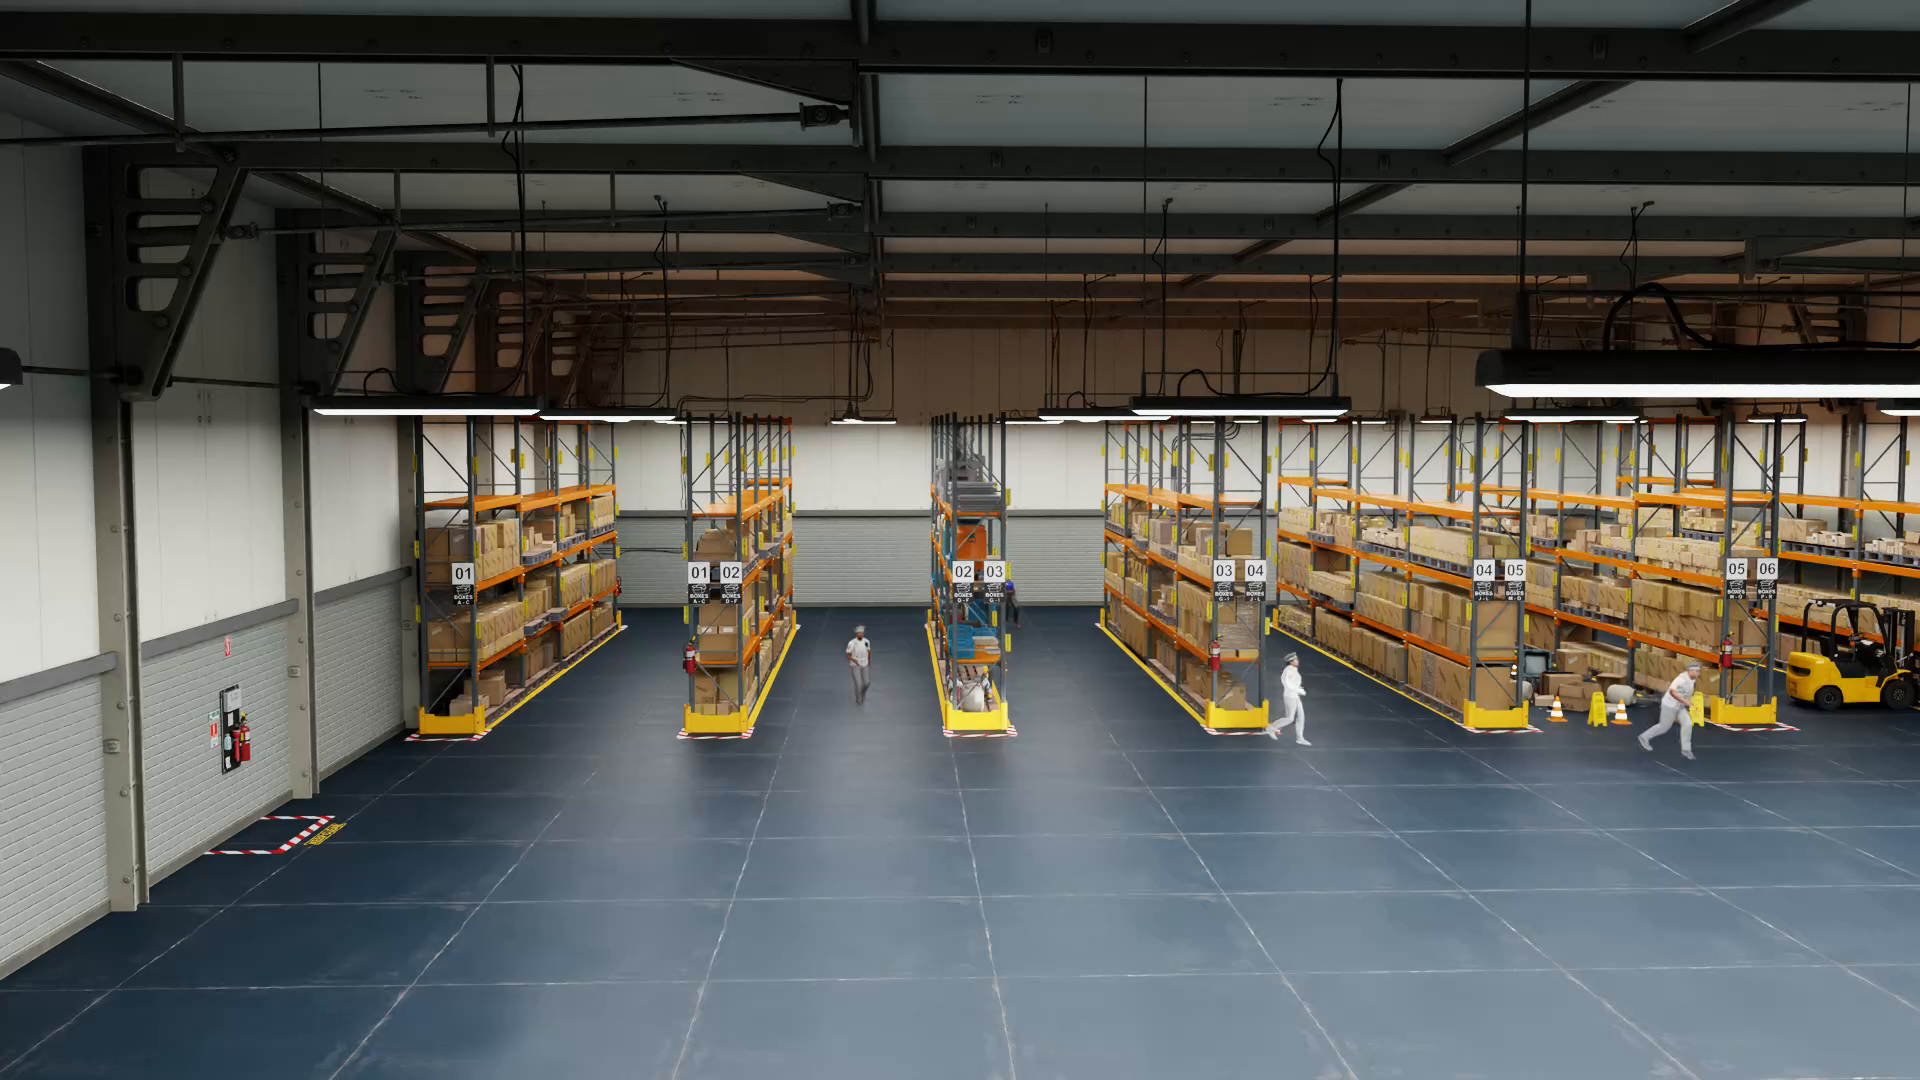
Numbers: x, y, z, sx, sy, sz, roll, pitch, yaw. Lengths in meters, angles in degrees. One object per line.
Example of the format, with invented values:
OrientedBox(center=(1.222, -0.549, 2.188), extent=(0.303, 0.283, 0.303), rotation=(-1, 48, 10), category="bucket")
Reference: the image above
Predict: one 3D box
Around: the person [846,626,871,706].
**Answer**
OrientedBox(center=(-2.049, 2.577, 34.042), extent=(0.577, 1.661, 0.546), rotation=(-1, 4, -21), category="person")

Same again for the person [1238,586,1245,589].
OrientedBox(center=(8.066, 1.575, 48.249), extent=(0.684, 1.708, 0.912), rotation=(1, 4, 14), category="person")

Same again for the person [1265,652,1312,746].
OrientedBox(center=(5.931, 2.849, 29.958), extent=(0.813, 1.696, 0.622), rotation=(1, 4, 18), category="person")

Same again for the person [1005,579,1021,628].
OrientedBox(center=(1.368, 1.681, 47.474), extent=(0.582, 1.673, 0.691), rotation=(-2, 5, -32), category="person")

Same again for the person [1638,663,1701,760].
OrientedBox(center=(12.344, 2.947, 28.930), extent=(1.024, 1.717, 0.703), rotation=(3, 5, 40), category="person")
